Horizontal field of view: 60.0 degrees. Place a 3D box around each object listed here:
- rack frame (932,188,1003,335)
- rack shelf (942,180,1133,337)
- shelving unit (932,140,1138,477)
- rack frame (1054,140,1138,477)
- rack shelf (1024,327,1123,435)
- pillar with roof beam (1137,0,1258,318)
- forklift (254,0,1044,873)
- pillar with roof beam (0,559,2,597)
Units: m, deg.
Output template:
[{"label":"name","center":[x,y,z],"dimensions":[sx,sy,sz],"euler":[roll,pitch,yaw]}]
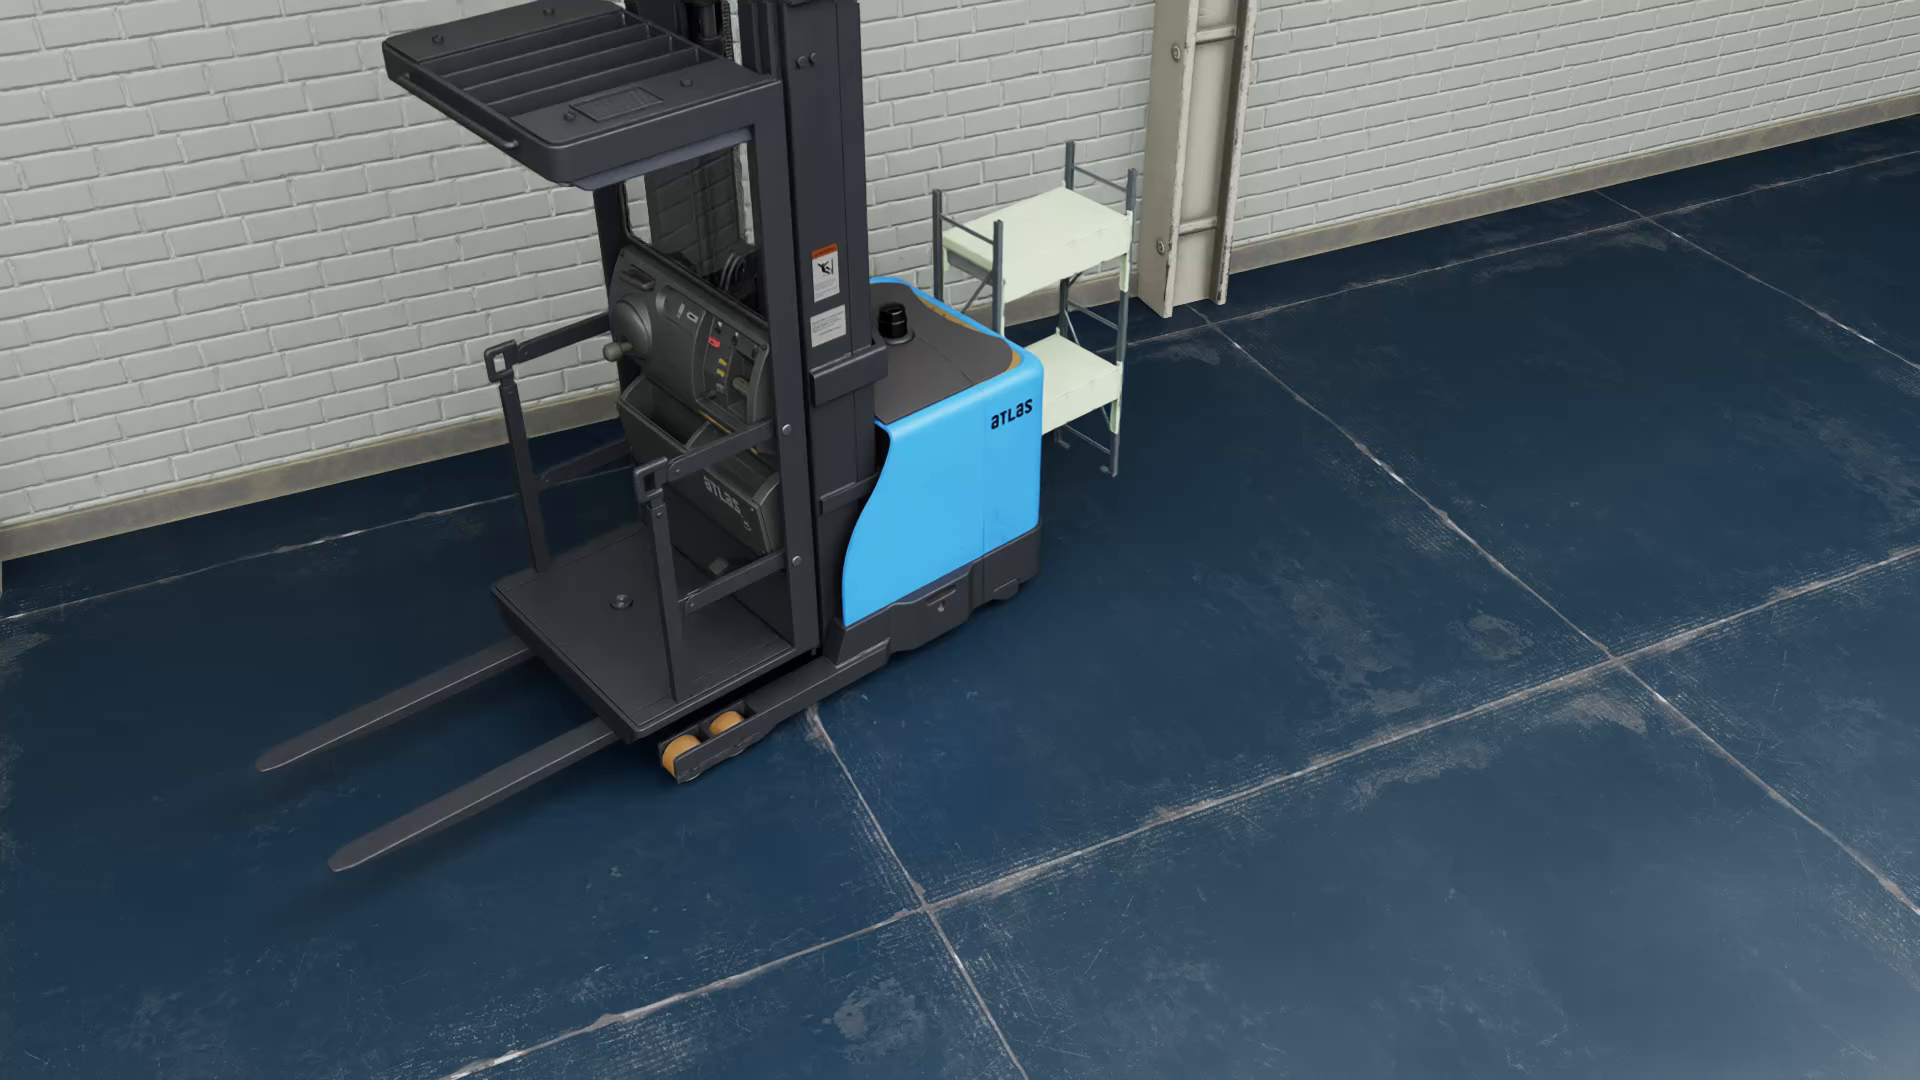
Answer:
[{"label":"rack frame","center":[0.029,-0.704,6.940],"dimensions":[0.023,1.500,0.400],"euler":[-27,44,-32]},{"label":"rack shelf","center":[0.306,-1.160,6.899],"dimensions":[0.720,0.370,0.431],"euler":[-27,44,-32]},{"label":"shelving unit","center":[0.306,-0.846,7.132],"dimensions":[0.755,1.500,0.431],"euler":[-27,44,-32]},{"label":"rack frame","center":[0.584,-0.988,7.323],"dimensions":[0.023,1.500,0.400],"euler":[-27,44,-32]},{"label":"rack shelf","center":[0.306,-0.584,7.326],"dimensions":[0.720,0.370,0.431],"euler":[-27,44,-32]},{"label":"pillar with roof beam","center":[3.024,-2.605,3.208],"dimensions":[0.400,9.000,9.100],"euler":[-16,39,-20]},{"label":"forklift","center":[-1.108,-0.654,5.671],"dimensions":[3.031,2.935,1.130],"euler":[-27,44,-32]},{"label":"pillar with roof beam","center":[-2.408,-1.086,1.161],"dimensions":[0.400,9.000,9.100],"euler":[-16,39,-20]}]
